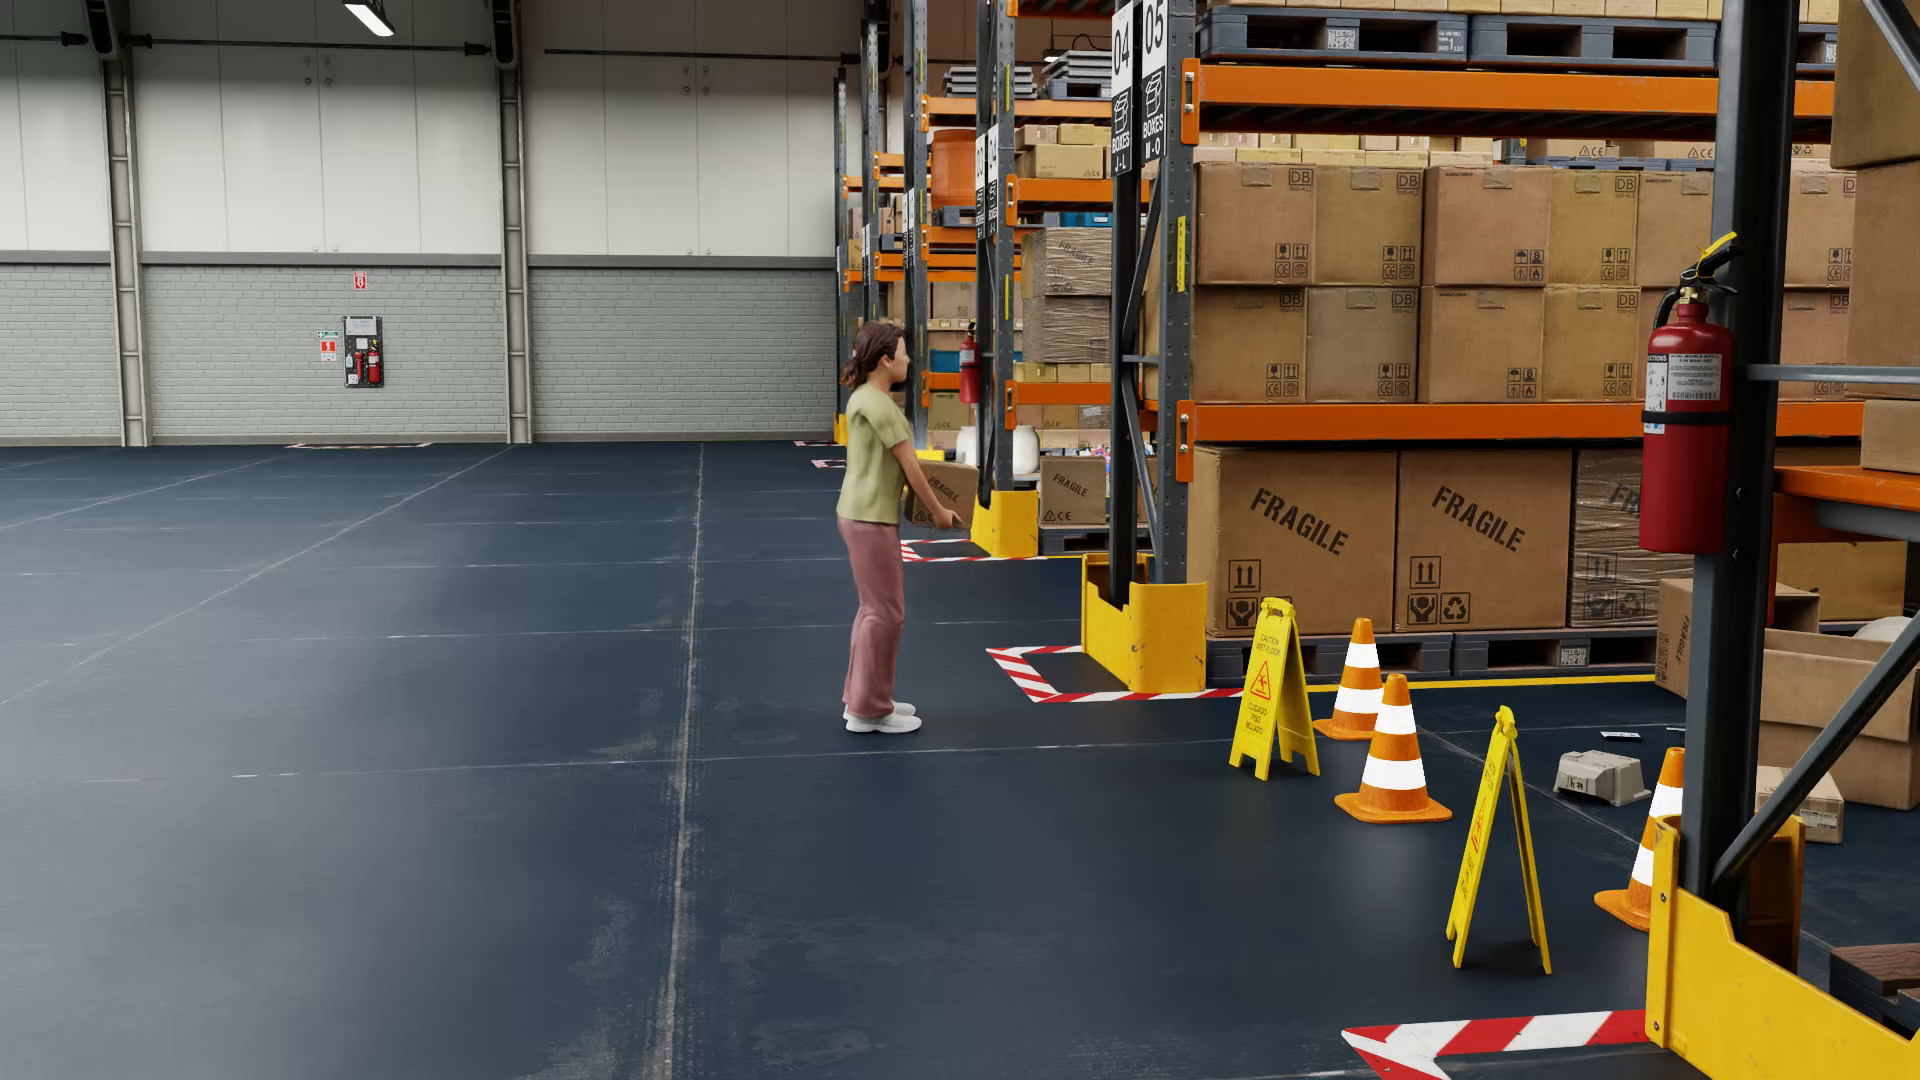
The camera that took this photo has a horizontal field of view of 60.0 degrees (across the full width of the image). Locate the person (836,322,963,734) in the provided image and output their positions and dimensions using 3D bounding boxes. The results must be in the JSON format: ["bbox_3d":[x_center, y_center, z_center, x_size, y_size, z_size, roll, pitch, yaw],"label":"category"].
[{"bbox_3d":[-0.257,-0.056,6.852,0.500,1.667,0.408,-1,7,-10],"label":"person"}]
